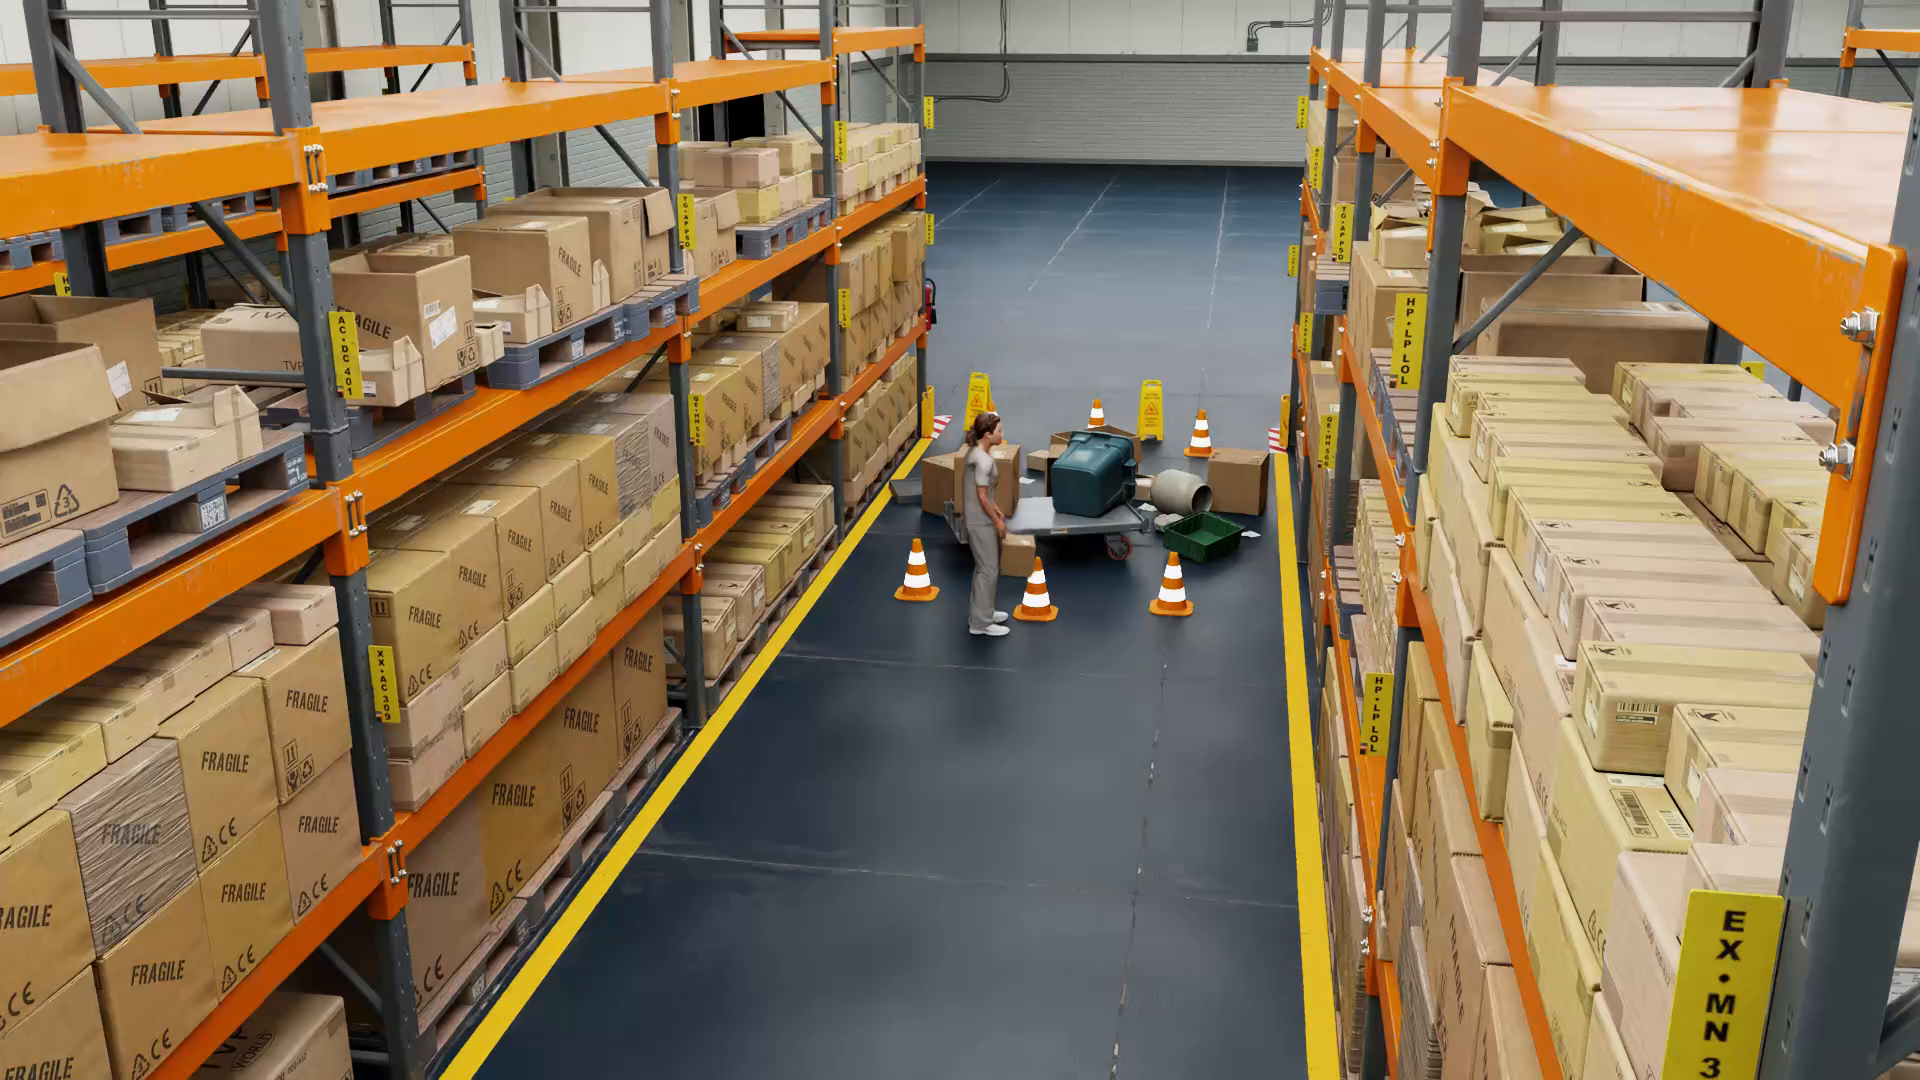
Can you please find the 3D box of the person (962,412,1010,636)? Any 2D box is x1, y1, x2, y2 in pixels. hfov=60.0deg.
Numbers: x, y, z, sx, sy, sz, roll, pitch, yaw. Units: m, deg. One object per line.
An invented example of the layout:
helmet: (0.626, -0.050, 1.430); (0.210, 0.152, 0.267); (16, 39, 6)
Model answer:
person: (0.193, -0.138, 12.475); (0.364, 1.676, 0.474); (0, 18, -1)
